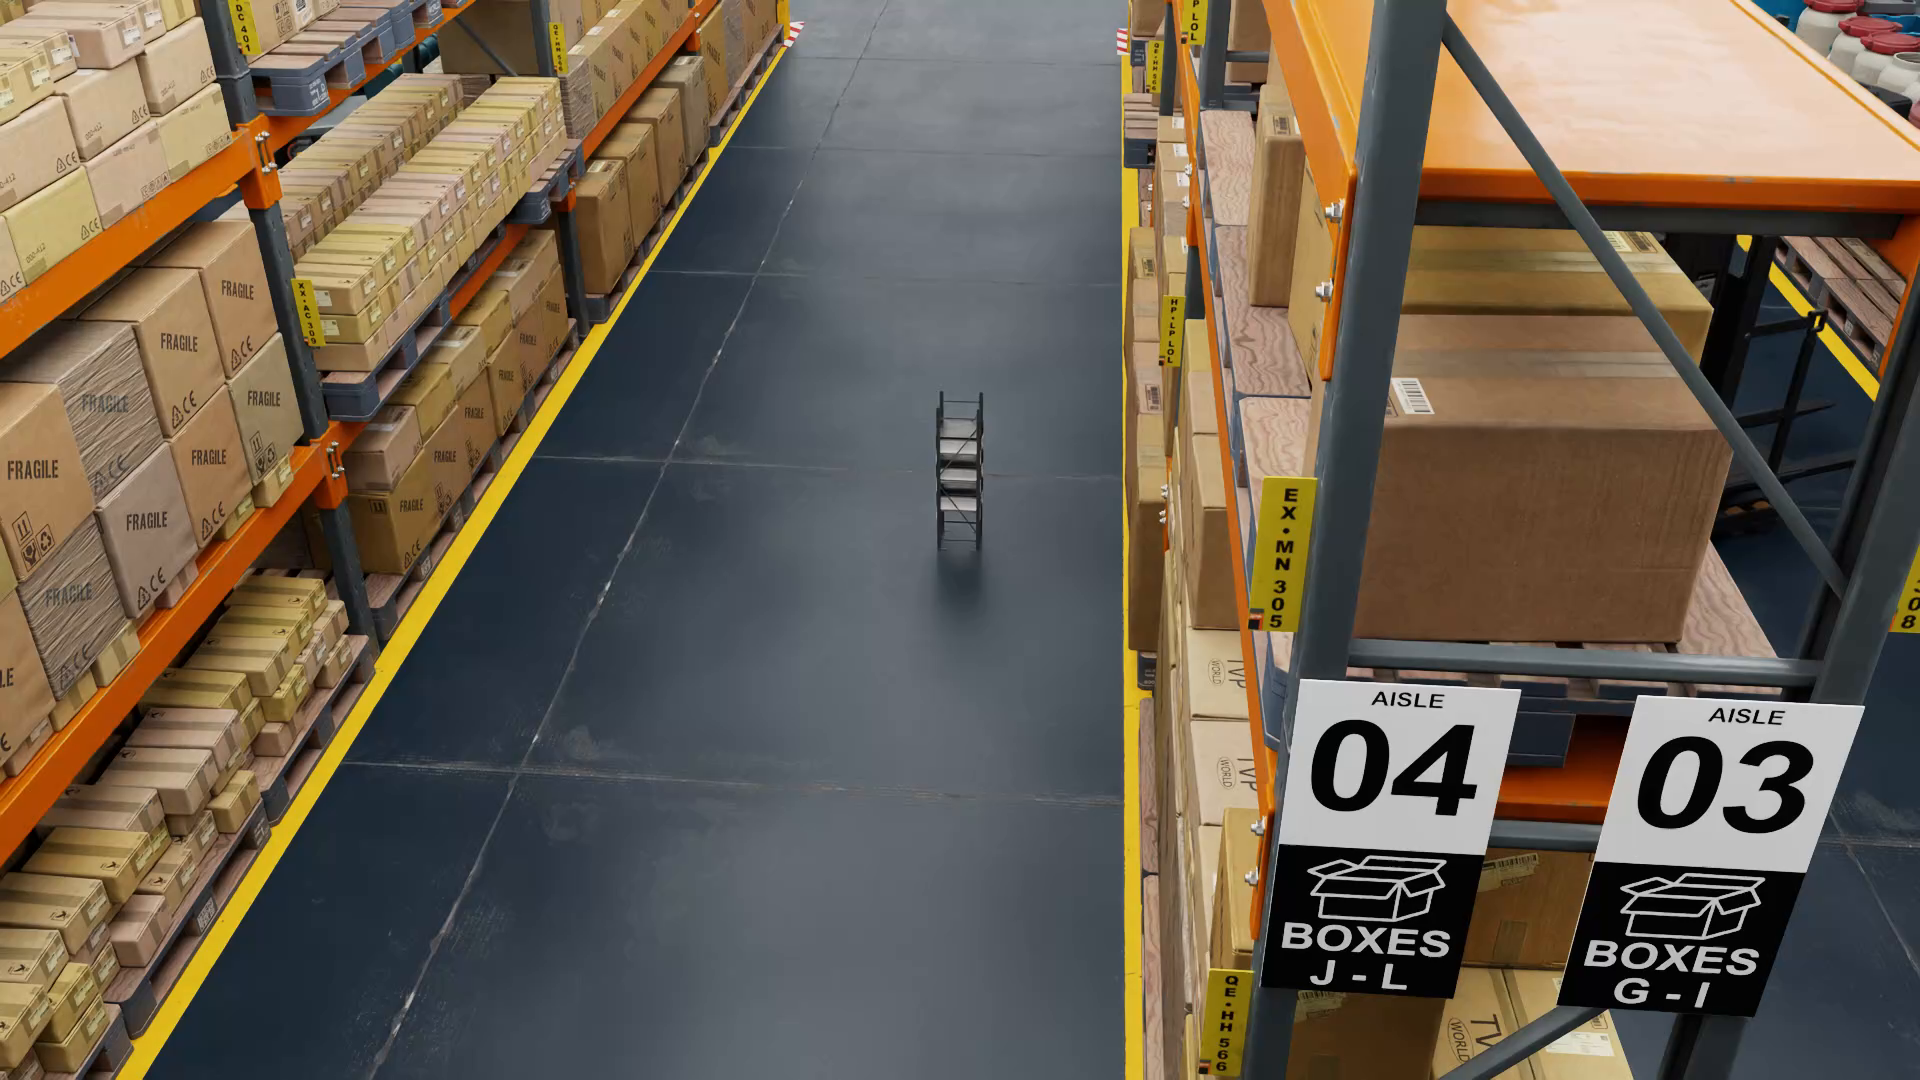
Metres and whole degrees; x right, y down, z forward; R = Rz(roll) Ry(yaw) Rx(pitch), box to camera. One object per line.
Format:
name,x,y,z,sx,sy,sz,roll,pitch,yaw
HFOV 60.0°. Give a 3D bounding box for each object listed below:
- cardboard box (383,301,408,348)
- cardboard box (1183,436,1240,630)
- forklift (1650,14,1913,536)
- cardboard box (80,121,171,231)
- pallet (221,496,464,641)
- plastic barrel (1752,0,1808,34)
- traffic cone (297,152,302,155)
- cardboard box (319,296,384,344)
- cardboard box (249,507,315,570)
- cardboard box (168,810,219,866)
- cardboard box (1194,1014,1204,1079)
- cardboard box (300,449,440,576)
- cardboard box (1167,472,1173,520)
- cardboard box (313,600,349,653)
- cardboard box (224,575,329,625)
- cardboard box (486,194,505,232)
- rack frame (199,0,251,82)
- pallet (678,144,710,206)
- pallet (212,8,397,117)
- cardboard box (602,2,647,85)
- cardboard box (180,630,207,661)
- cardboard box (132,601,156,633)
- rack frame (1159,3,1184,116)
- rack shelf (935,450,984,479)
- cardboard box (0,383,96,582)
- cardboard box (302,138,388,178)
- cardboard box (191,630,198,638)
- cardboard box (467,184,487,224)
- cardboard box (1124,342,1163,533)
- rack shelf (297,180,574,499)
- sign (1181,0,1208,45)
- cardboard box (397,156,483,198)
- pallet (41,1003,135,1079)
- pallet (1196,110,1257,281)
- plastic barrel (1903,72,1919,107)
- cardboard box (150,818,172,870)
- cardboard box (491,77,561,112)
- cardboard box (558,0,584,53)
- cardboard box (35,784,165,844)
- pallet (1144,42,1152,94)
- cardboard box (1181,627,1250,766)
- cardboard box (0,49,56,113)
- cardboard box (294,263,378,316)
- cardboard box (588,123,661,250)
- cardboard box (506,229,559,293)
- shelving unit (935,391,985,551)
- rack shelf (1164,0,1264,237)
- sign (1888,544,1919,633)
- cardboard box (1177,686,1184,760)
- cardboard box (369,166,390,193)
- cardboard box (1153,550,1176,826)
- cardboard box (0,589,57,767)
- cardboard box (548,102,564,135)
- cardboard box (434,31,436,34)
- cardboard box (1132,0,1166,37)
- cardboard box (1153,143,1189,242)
cardboard box,-2.981,-1.080,8.262,0.380,0.149,0.250,3,32,5
cardboard box,1.068,-0.025,5.856,0.500,0.500,0.500,1,32,2
forklift,4.203,-1.521,9.205,3.031,2.935,1.130,-10,33,-16
cardboard box,-3.311,-1.361,6.163,0.500,0.250,0.500,2,32,4
pallet,-3.426,0.104,9.161,1.003,0.211,1.213,2,32,4
plastic barrel,6.702,-4.407,13.345,0.600,0.901,0.708,2,32,4
traffic cone,-5.511,-3.035,14.015,0.336,0.463,0.334,2,32,4
cardboard box,-2.997,-1.061,7.948,0.380,0.149,0.250,3,32,5
cardboard box,-3.679,-0.189,8.959,0.500,0.500,0.500,2,32,3
cardboard box,-3.353,1.253,6.955,0.380,0.149,0.250,3,32,5
cardboard box,0.842,1.451,4.556,0.380,0.149,0.250,3,32,4
cardboard box,-3.163,-0.166,8.923,0.500,0.500,0.500,4,32,6
cardboard box,1.092,-0.164,7.177,0.380,0.149,0.250,3,32,4
cardboard box,-3.197,0.410,8.039,0.380,0.149,0.250,3,32,5
cardboard box,-3.258,0.303,7.930,0.380,0.149,0.250,3,32,5
cardboard box,-2.854,-1.892,9.580,0.380,0.149,0.250,3,32,5
rack frame,-3.488,-3.230,6.194,1.000,3.000,0.127,2,32,4
pallet,-2.824,-3.266,14.628,1.003,0.211,1.213,2,32,4
pallet,-3.332,-2.191,7.547,1.213,0.211,1.003,2,32,4
cardboard box,-2.734,-3.824,12.780,0.500,0.500,0.500,2,32,3
cardboard box,-3.768,0.544,7.822,0.380,0.149,0.250,3,32,4
cardboard box,-3.383,0.275,6.465,0.380,0.149,0.250,2,32,3
rack frame,1.773,-2.503,10.733,1.000,3.000,0.127,2,32,4
rack shelf,-0.001,-0.427,9.258,0.258,0.077,0.200,2,32,4
cardboard box,-3.375,-0.205,5.671,0.500,0.500,0.500,1,32,2
cardboard box,-3.498,-2.172,9.468,0.380,0.149,0.250,3,32,5
cardboard box,-3.804,0.418,7.743,0.380,0.149,0.250,4,32,6
cardboard box,-2.872,-1.879,9.276,0.380,0.149,0.250,2,32,3
cardboard box,1.551,-0.489,9.089,1.225,0.875,0.875,1,32,2
rack shelf,-3.325,-1.416,9.654,1.077,0.370,4.000,2,32,4
sign,0.906,-2.061,6.363,0.100,0.325,0.005,2,32,4
cardboard box,-2.875,-2.005,9.197,0.380,0.149,0.250,3,32,5
pallet,-3.706,2.140,5.857,1.003,0.211,1.213,2,32,4
pallet,1.370,-1.223,5.882,1.003,0.211,1.213,2,32,4
plastic barrel,6.580,-2.886,11.248,0.421,0.512,0.421,0,32,0
cardboard box,-3.436,1.231,6.707,0.380,0.149,0.250,4,32,6
cardboard box,-2.745,-2.817,10.514,0.380,0.149,0.250,1,32,2
cardboard box,-3.076,-3.735,11.683,0.700,0.500,0.500,2,32,3
cardboard box,-3.420,1.113,6.615,0.380,0.149,0.250,3,32,4
pallet,1.893,-3.458,12.466,1.003,0.211,1.213,2,32,4
cardboard box,1.018,0.549,5.640,0.500,0.250,0.500,3,32,4
cardboard box,-3.318,-1.551,5.616,0.380,0.149,0.250,1,32,2
cardboard box,-2.997,-1.188,7.870,0.380,0.149,0.250,4,32,6
cardboard box,-2.955,-2.761,12.895,1.050,0.750,0.750,3,32,5
cardboard box,-2.957,-1.833,10.913,0.500,0.250,0.500,2,32,3
shelving unit,-0.001,-0.379,9.287,0.258,0.900,0.210,2,32,4
rack shelf,1.610,-2.428,8.438,1.077,0.370,4.000,2,32,4
sign,1.674,0.024,2.864,0.100,0.325,0.005,2,32,4
cardboard box,0.966,0.651,5.854,0.380,0.149,0.250,2,32,3
cardboard box,-3.505,-2.049,9.551,0.380,0.149,0.250,2,32,4
cardboard box,1.314,0.656,7.232,0.875,0.875,0.875,2,32,4
cardboard box,-3.431,0.487,5.503,0.500,0.500,0.500,3,32,5
cardboard box,-2.749,-2.688,10.589,0.380,0.149,0.250,3,32,5
cardboard box,-5.073,-5.020,17.197,0.797,0.503,0.637,-20,37,-29
cardboard box,1.894,-4.619,13.195,1.000,1.000,1.000,3,32,4
cardboard box,1.422,-2.033,9.875,0.500,0.500,0.500,2,32,3
